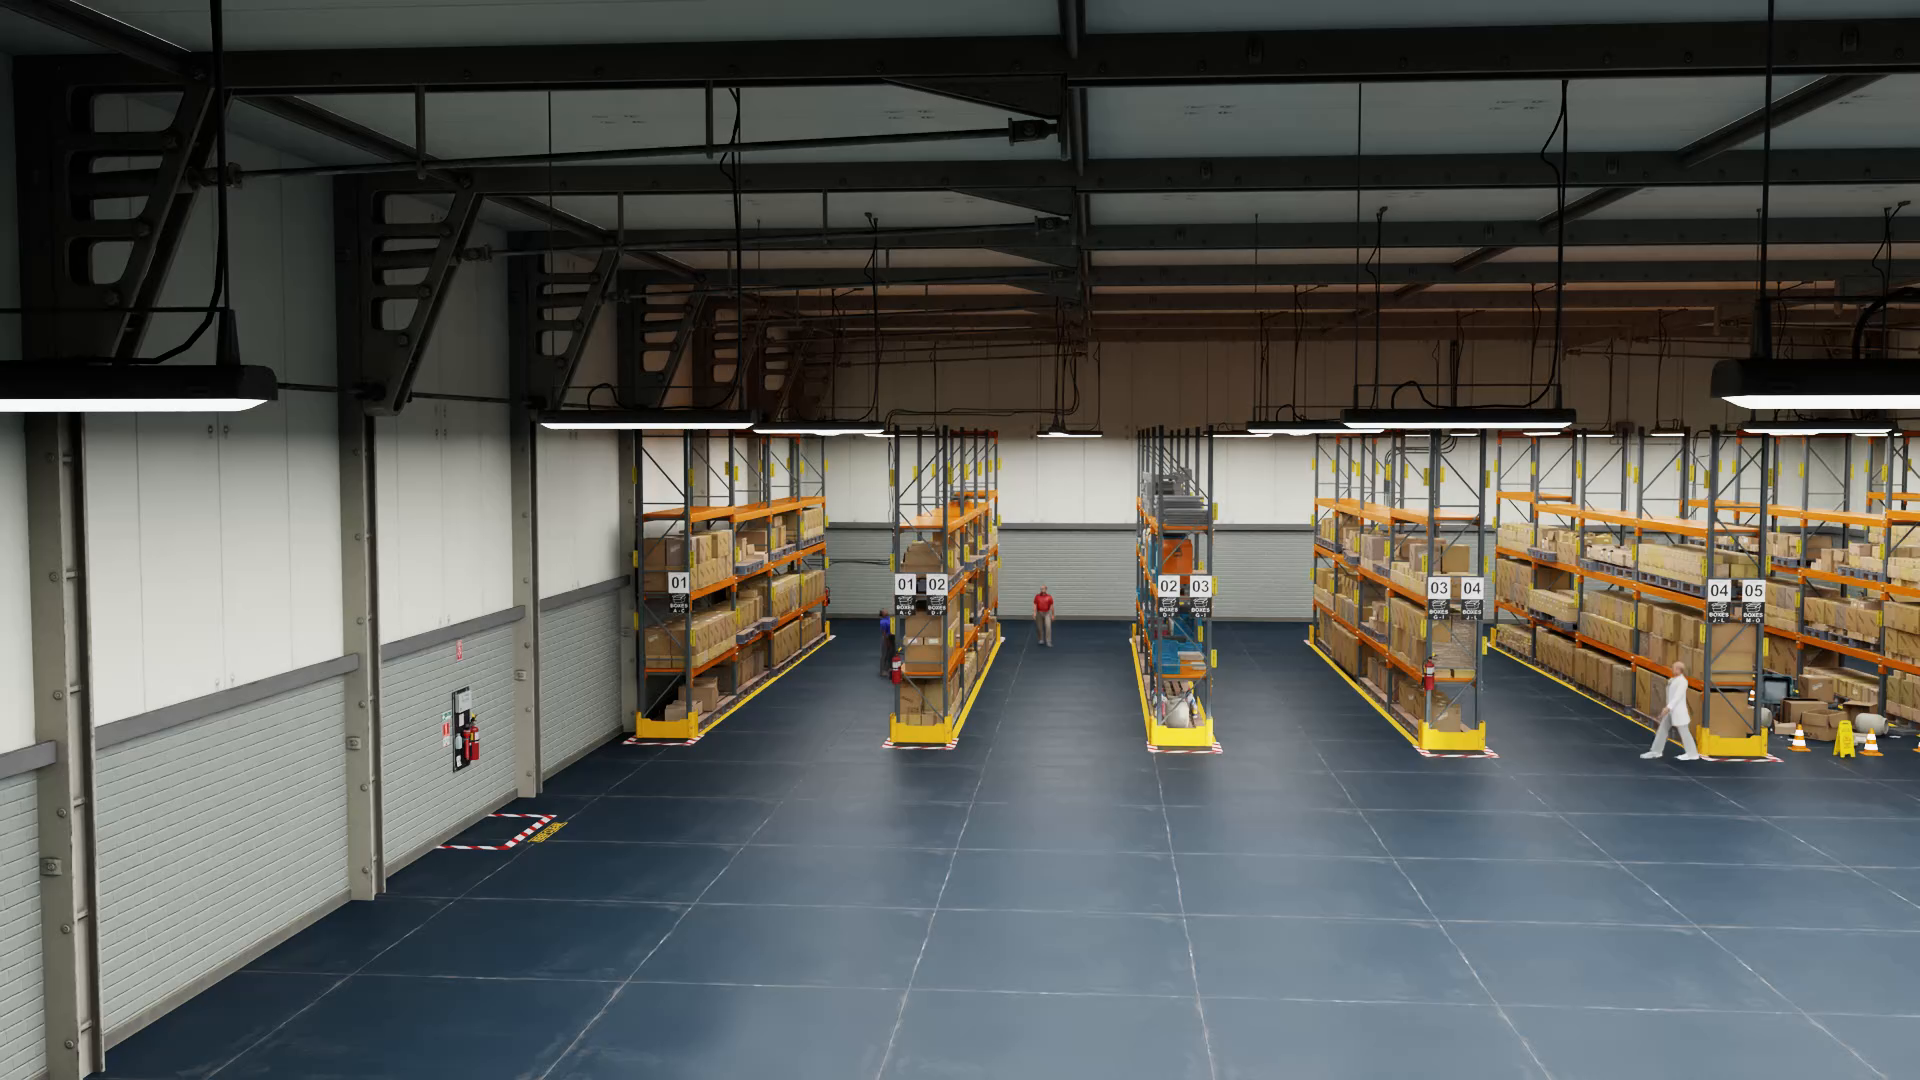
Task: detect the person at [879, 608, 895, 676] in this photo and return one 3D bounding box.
[{"bbox_3d":[-1.730,2.478,40.525,0.362,1.637,0.538,2,4,34],"label":"person"}]

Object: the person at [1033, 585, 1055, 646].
[{"bbox_3d":[2.330,2.091,46.258,0.610,1.650,1.026,0,3,3],"label":"person"}]

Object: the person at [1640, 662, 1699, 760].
[{"bbox_3d":[12.701,3.059,29.676,0.930,1.769,0.658,0,3,6],"label":"person"}]
